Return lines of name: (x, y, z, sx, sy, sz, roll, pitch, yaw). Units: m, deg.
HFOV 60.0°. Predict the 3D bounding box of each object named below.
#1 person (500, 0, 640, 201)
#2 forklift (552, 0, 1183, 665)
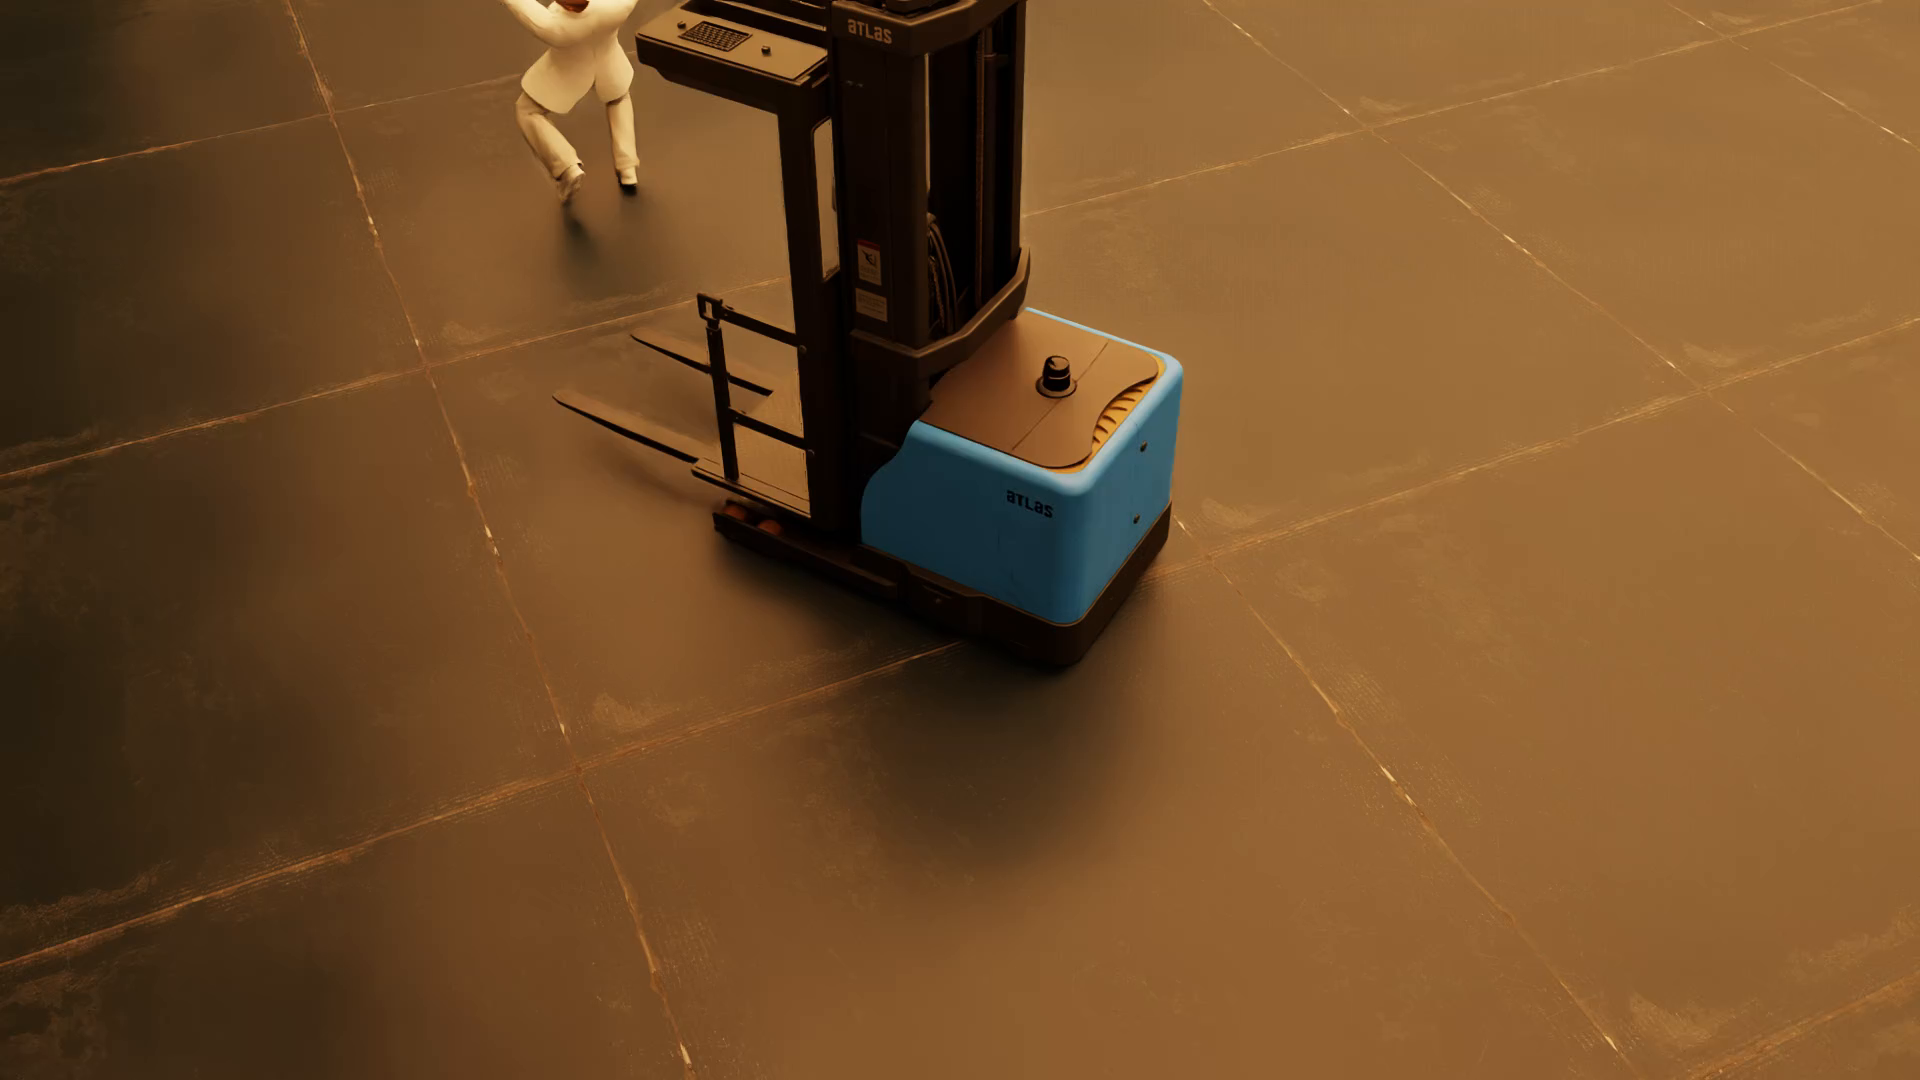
person: (-2.075, -2.834, 9.617, 1.085, 1.696, 0.720, -26, 49, -26)
forklift: (-0.562, -1.291, 7.064, 3.031, 2.935, 1.130, 22, 47, 22)
